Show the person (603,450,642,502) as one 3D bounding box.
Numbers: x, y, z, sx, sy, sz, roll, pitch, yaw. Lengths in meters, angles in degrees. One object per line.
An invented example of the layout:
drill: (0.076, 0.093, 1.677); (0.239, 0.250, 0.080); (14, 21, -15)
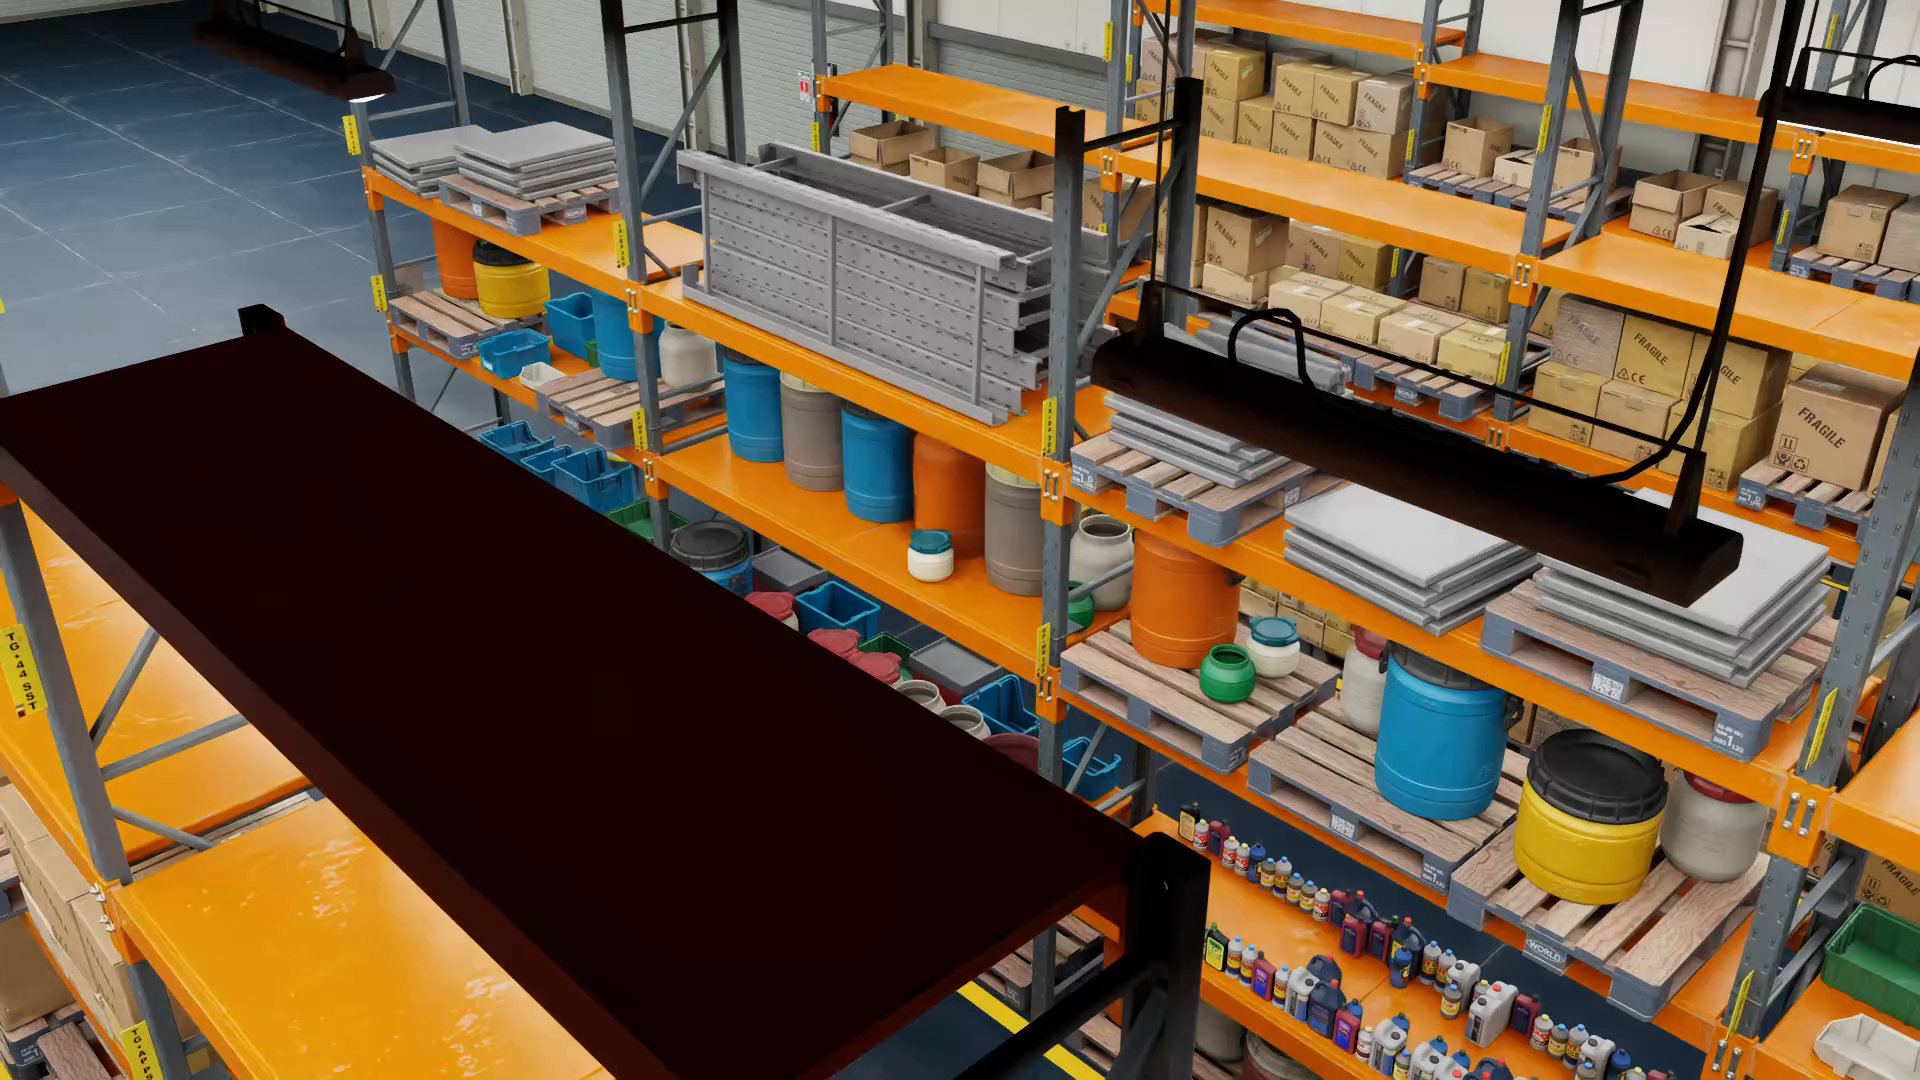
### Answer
person: (-3.407, -0.889, 16.638); (0.857, 1.730, 0.583); (18, 33, 30)
